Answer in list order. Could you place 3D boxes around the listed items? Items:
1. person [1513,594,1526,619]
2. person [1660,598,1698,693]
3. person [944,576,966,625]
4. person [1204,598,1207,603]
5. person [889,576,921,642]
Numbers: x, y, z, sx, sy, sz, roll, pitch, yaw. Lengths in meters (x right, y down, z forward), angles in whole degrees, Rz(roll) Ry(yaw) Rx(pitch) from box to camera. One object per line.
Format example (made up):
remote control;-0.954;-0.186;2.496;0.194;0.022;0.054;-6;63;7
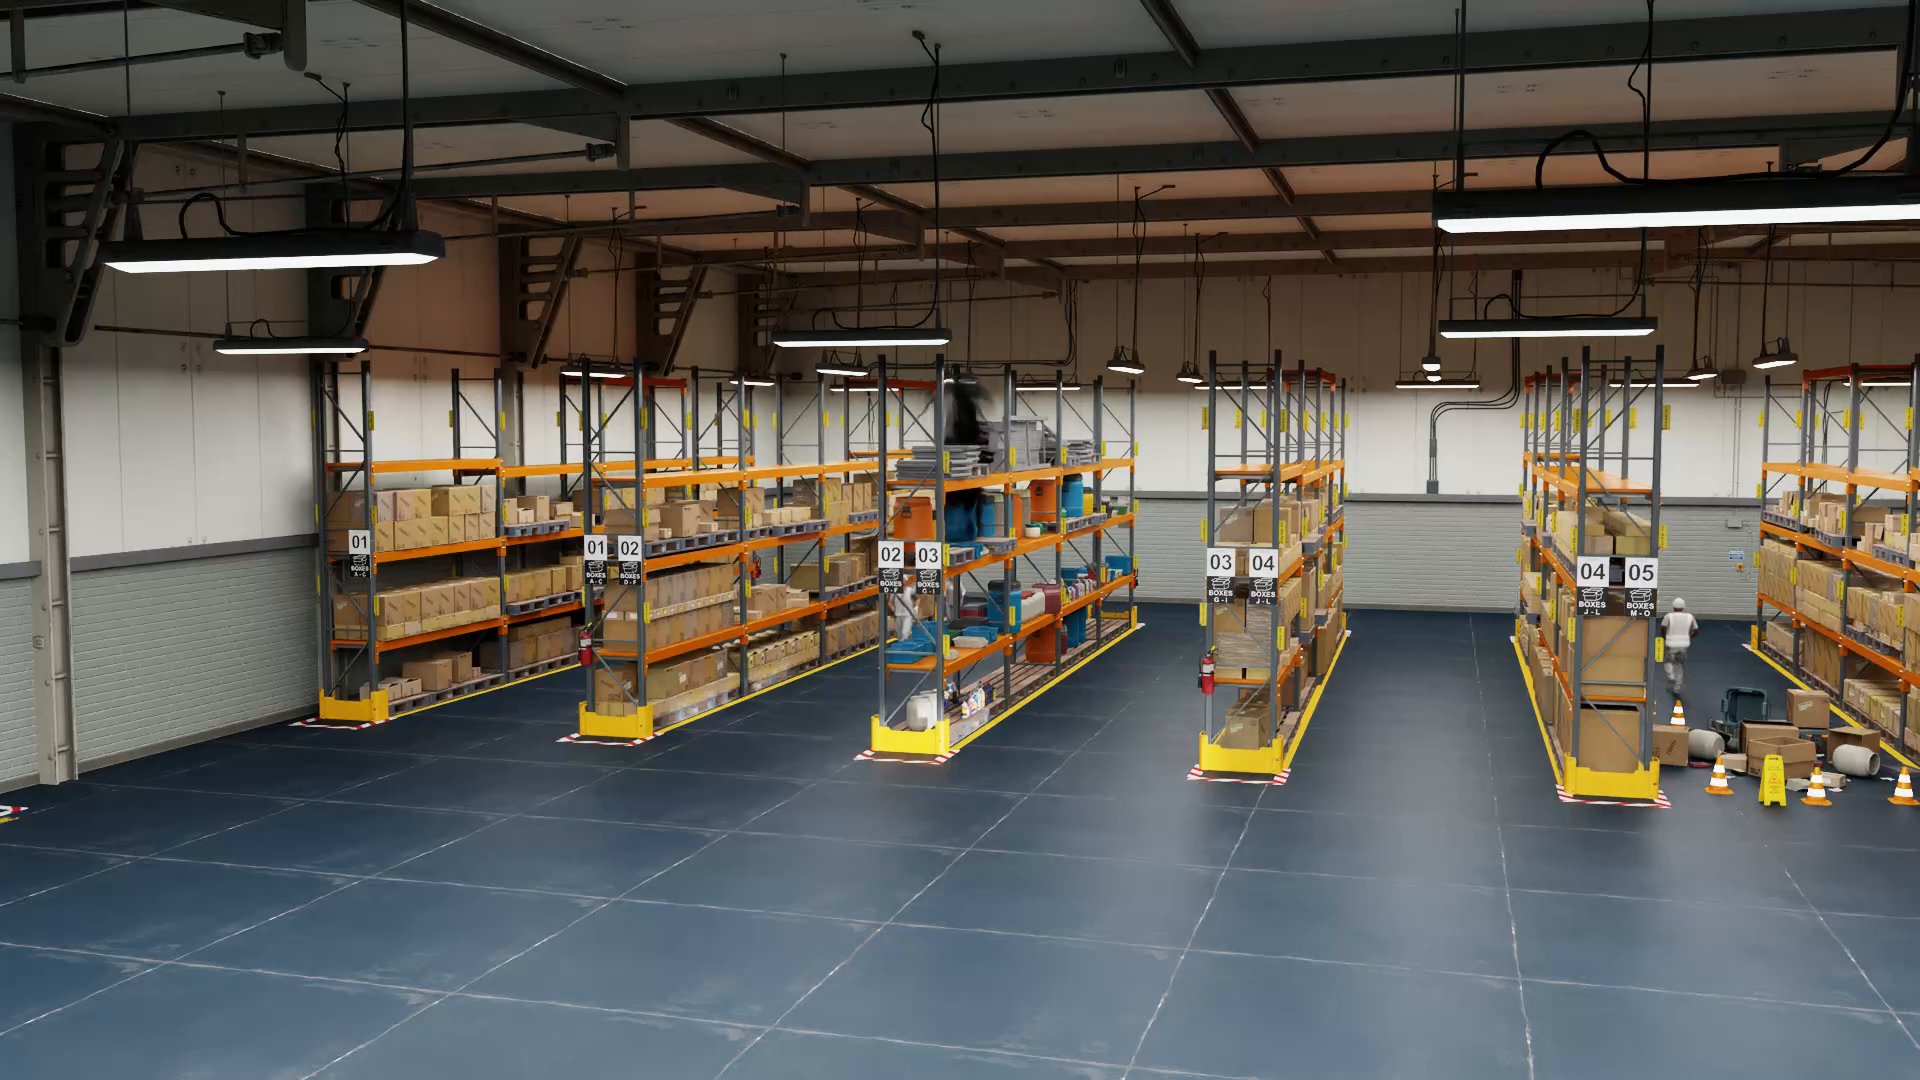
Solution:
person;13.246;1.406;38.824;0.606;1.656;0.676;2;5;25
person;13.229;1.939;30.659;0.682;1.740;0.590;1;4;11
person;-0.174;1.483;38.024;0.511;1.570;0.636;1;4;15
person;5.393;1.679;35.040;0.574;1.673;0.525;1;4;9
person;-1.167;1.620;34.959;0.667;1.786;0.956;1;4;12
